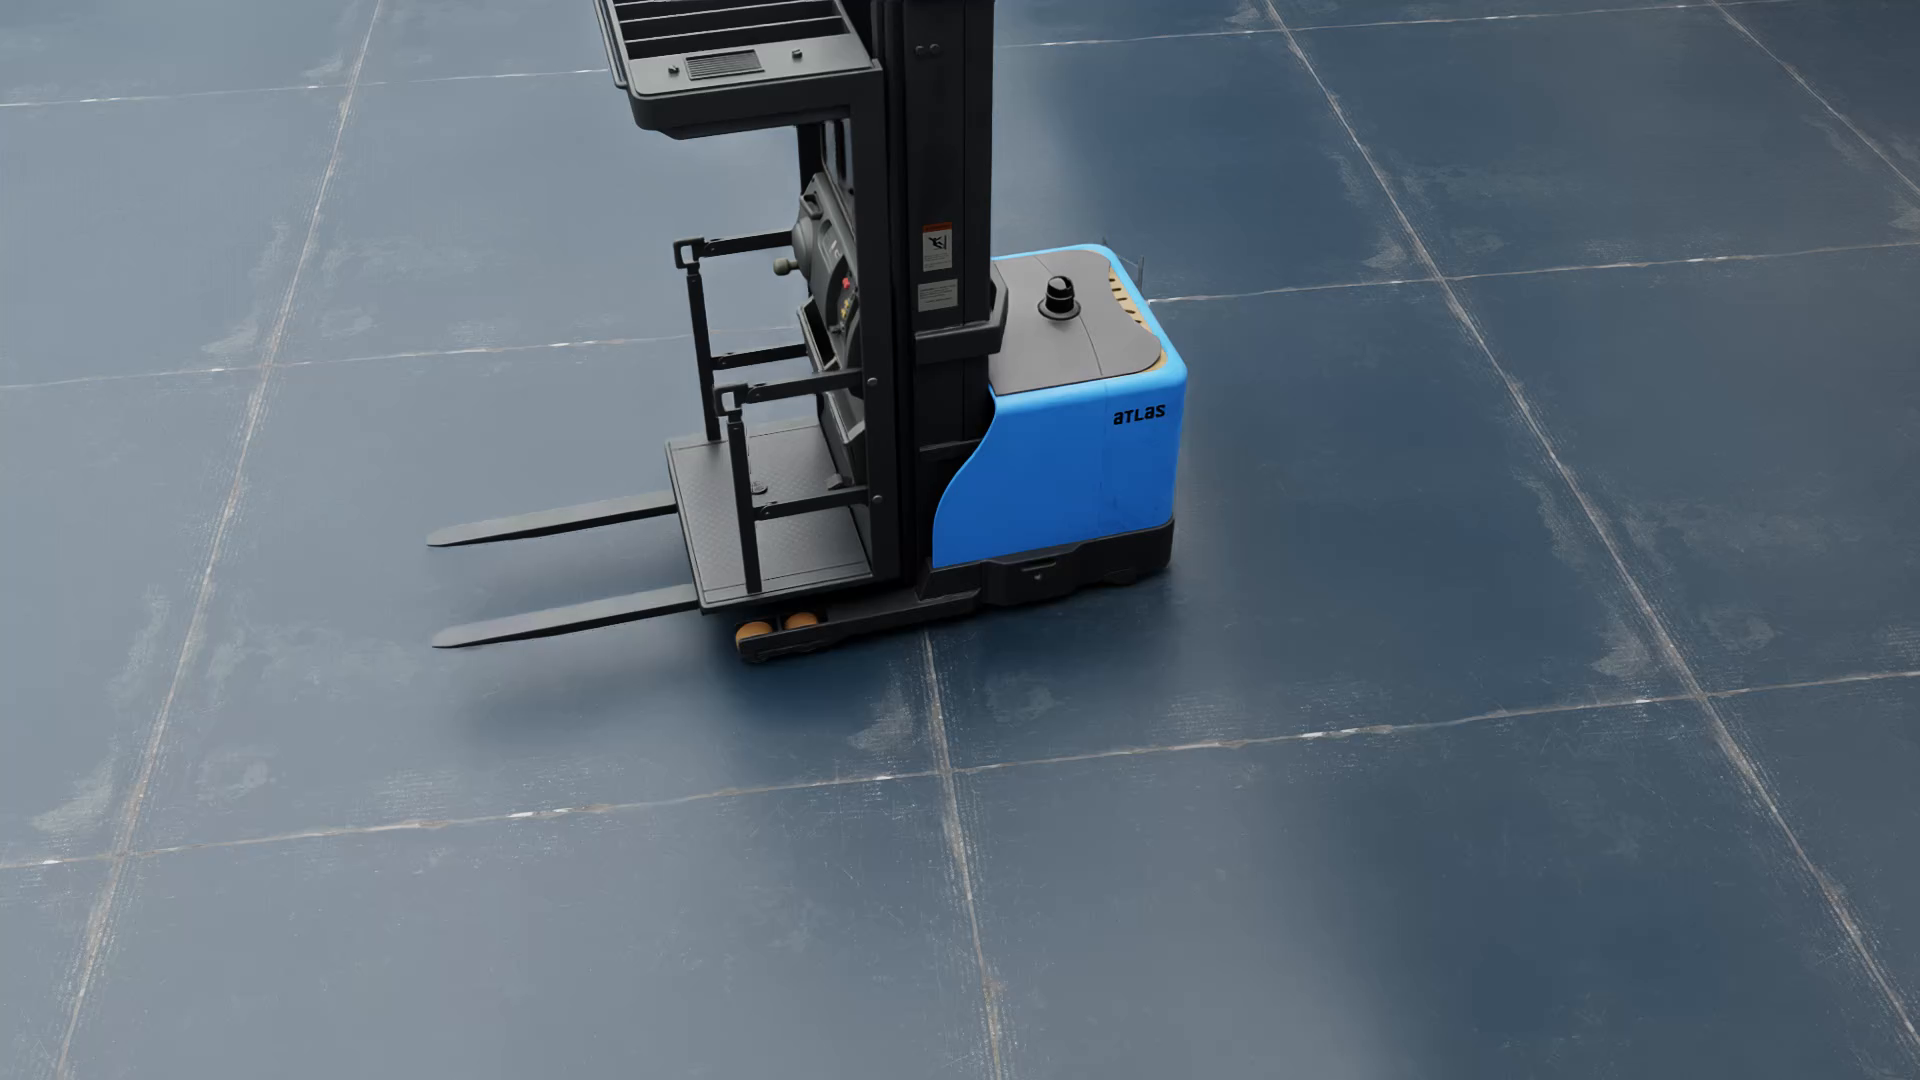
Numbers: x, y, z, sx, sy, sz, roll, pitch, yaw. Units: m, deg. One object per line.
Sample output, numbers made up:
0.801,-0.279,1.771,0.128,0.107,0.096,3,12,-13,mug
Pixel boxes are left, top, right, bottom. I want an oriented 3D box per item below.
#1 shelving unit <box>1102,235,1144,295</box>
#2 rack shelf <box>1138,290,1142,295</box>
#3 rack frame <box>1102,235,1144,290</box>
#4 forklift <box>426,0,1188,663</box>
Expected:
0.648,-0.918,7.596,0.210,0.900,0.258,-33,52,-31,shelving unit
0.648,-1.094,7.437,0.200,0.077,0.258,-33,52,-31,rack shelf
0.721,-0.966,7.649,0.006,0.900,0.240,-33,52,-31,rack frame
-0.680,-0.992,6.162,3.031,2.935,1.130,-10,43,-11,forklift
